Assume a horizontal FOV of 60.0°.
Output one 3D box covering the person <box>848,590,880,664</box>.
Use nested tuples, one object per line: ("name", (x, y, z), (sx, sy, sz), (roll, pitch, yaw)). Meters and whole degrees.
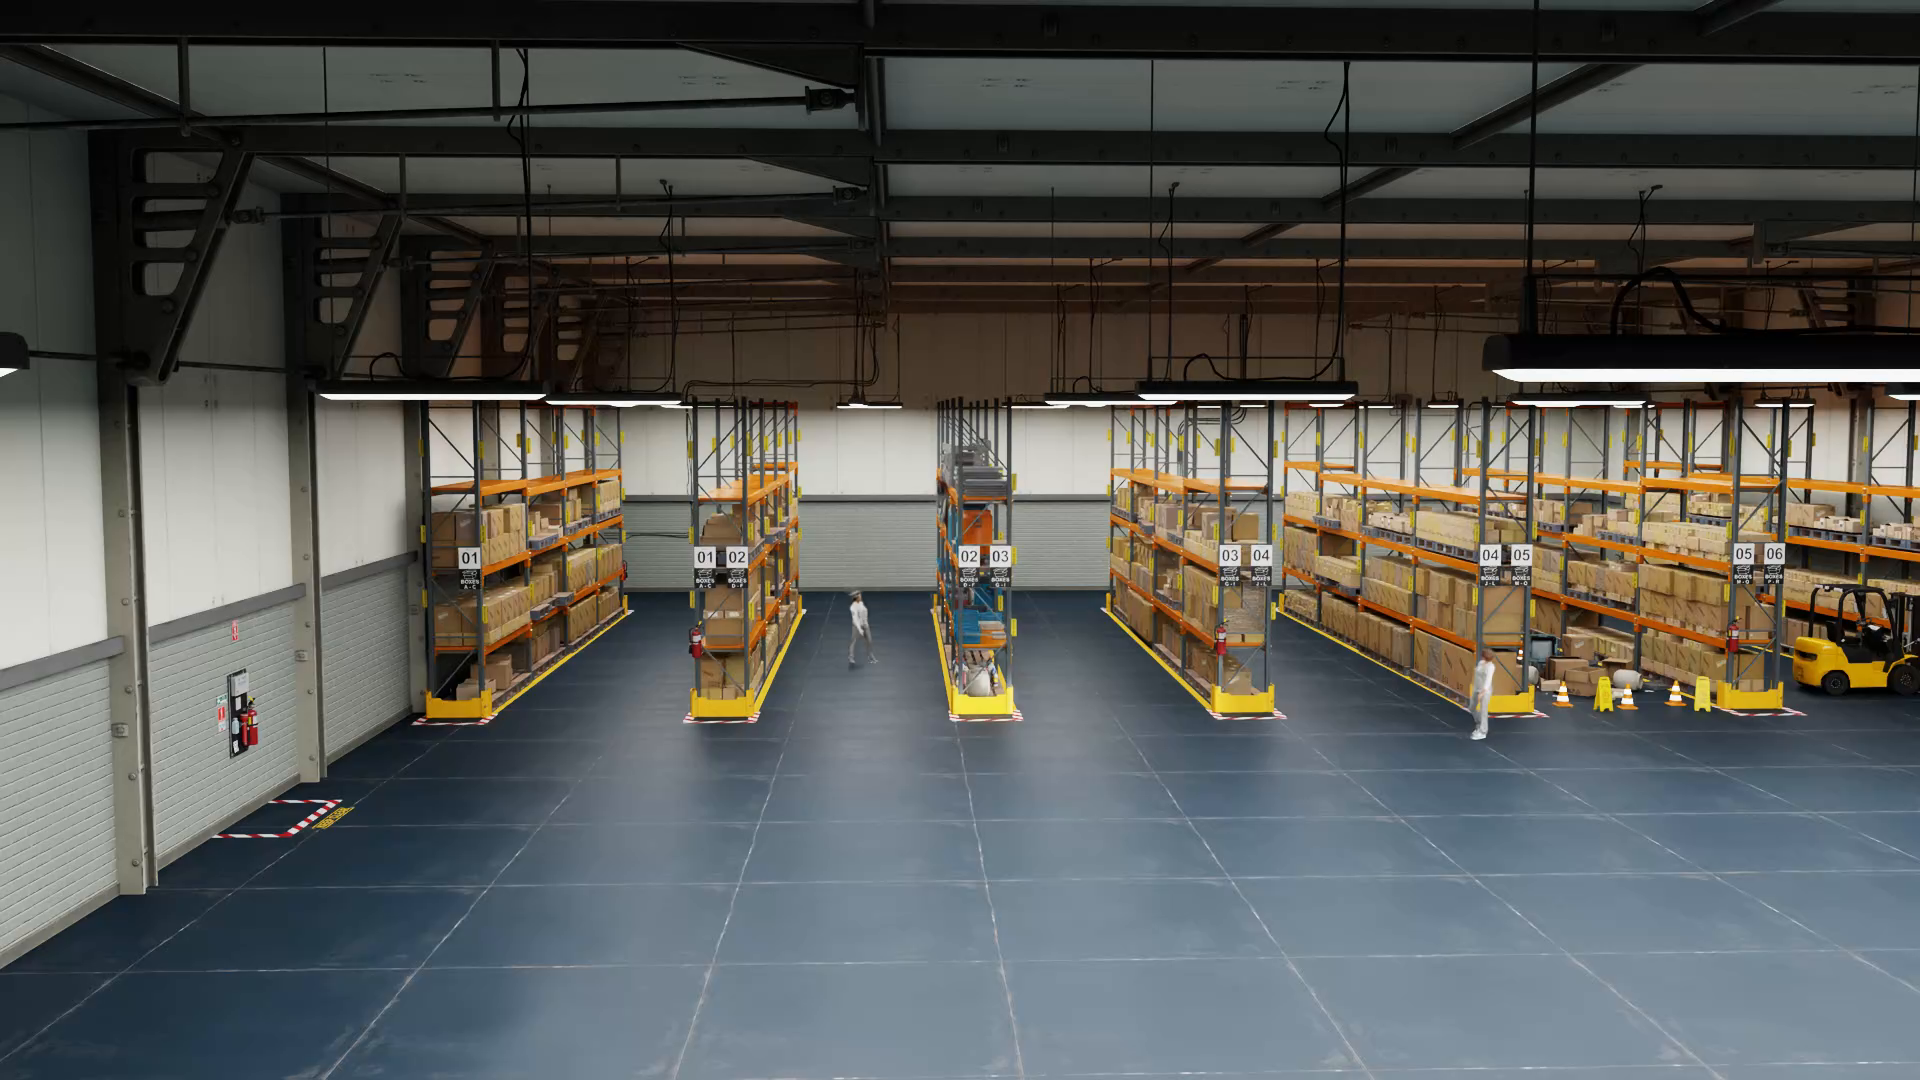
("person", (-2.220, 1.977, 37.733), (0.608, 1.703, 0.578), (-4, 6, -45))

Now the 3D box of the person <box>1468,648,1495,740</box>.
("person", (9.094, 2.683, 29.102), (0.409, 1.610, 0.498), (-2, 5, -21))

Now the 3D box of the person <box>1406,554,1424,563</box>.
("person", (13.450, 1.025, 49.199), (0.586, 1.803, 0.524), (1, 4, 7))
